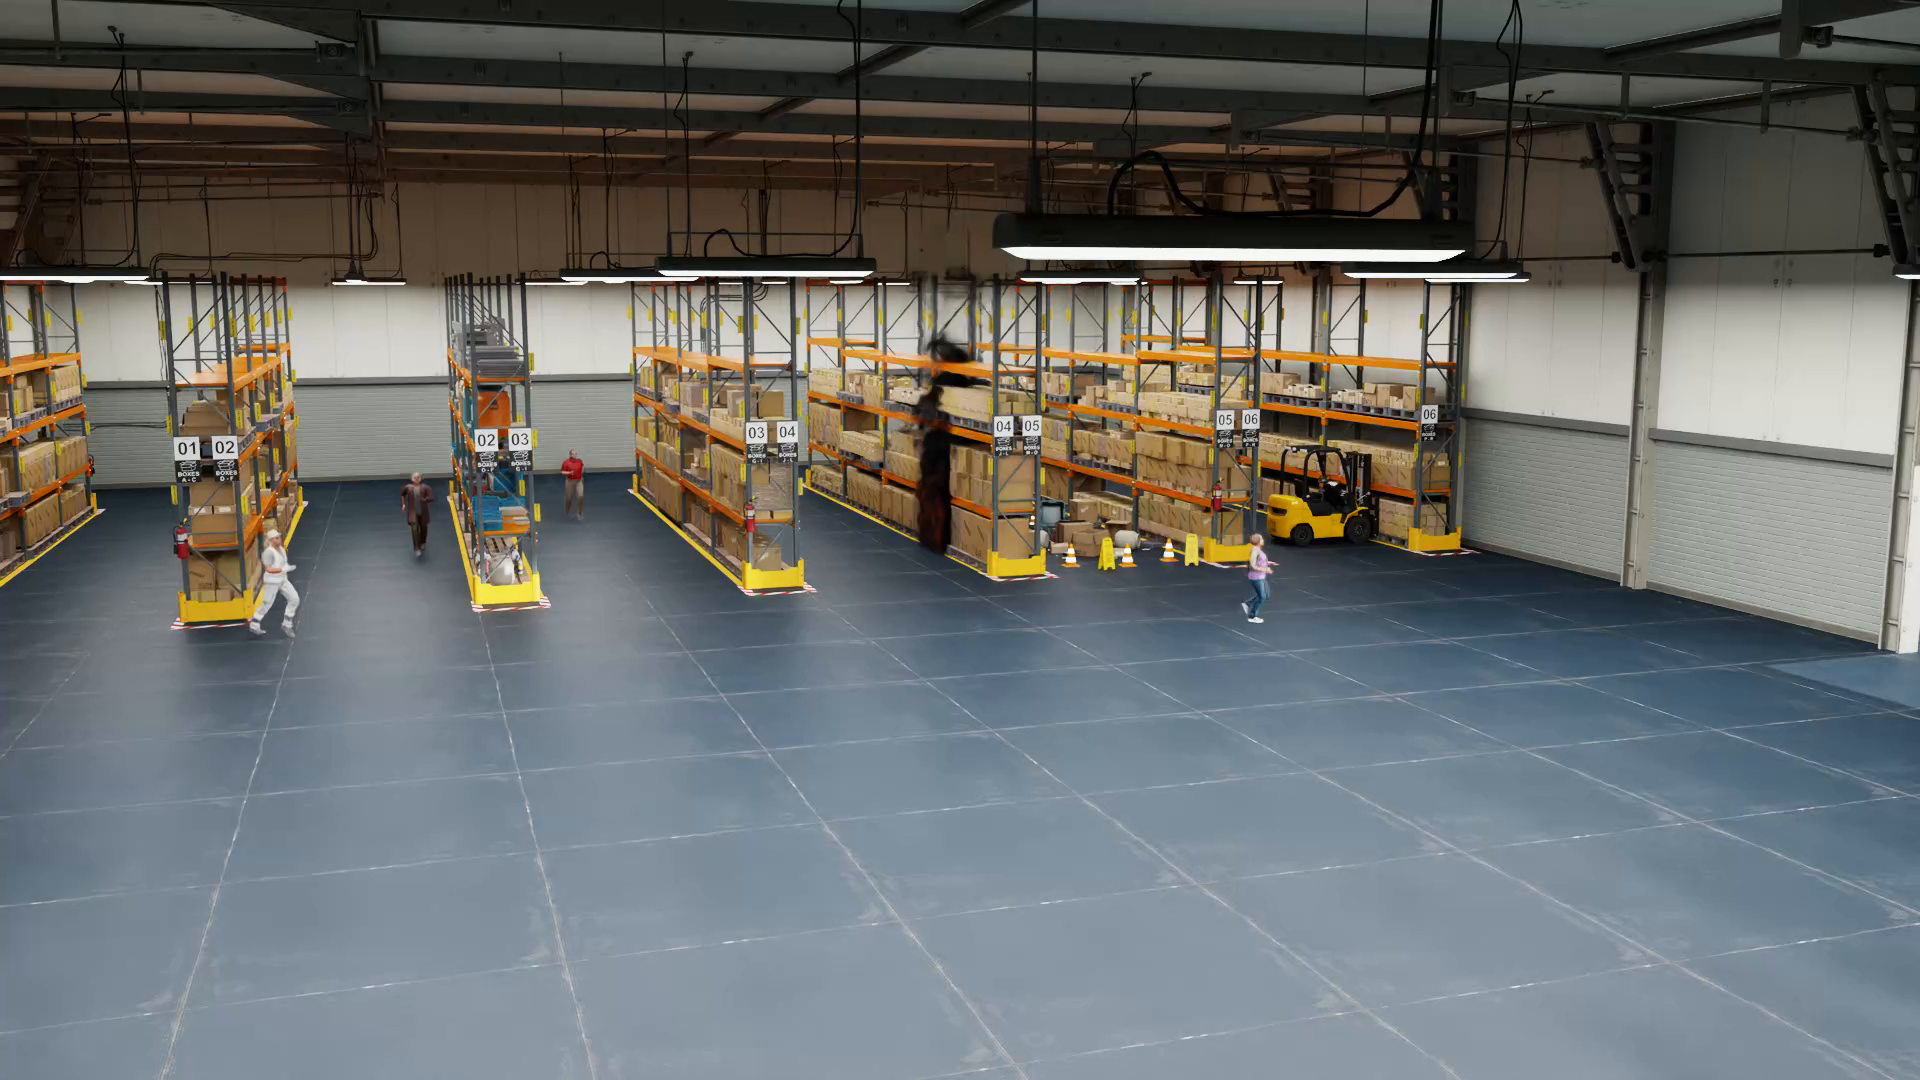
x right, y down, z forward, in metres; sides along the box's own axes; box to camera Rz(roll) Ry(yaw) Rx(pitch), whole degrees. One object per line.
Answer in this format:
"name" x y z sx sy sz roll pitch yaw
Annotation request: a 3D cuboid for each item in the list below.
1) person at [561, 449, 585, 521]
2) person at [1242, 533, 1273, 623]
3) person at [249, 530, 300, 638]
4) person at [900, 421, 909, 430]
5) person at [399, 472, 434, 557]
"person" -9.637 -1.369 41.461 0.603 1.786 0.866 -4 10 -26
"person" 5.130 0.653 28.611 0.551 1.553 0.530 3 9 19
"person" -11.269 0.727 27.386 0.899 1.820 0.674 2 9 13
"person" -1.753 -2.770 50.653 0.599 1.743 0.660 -3 9 -21
"person" -11.682 -0.578 35.826 0.695 1.761 1.066 -3 9 -22
